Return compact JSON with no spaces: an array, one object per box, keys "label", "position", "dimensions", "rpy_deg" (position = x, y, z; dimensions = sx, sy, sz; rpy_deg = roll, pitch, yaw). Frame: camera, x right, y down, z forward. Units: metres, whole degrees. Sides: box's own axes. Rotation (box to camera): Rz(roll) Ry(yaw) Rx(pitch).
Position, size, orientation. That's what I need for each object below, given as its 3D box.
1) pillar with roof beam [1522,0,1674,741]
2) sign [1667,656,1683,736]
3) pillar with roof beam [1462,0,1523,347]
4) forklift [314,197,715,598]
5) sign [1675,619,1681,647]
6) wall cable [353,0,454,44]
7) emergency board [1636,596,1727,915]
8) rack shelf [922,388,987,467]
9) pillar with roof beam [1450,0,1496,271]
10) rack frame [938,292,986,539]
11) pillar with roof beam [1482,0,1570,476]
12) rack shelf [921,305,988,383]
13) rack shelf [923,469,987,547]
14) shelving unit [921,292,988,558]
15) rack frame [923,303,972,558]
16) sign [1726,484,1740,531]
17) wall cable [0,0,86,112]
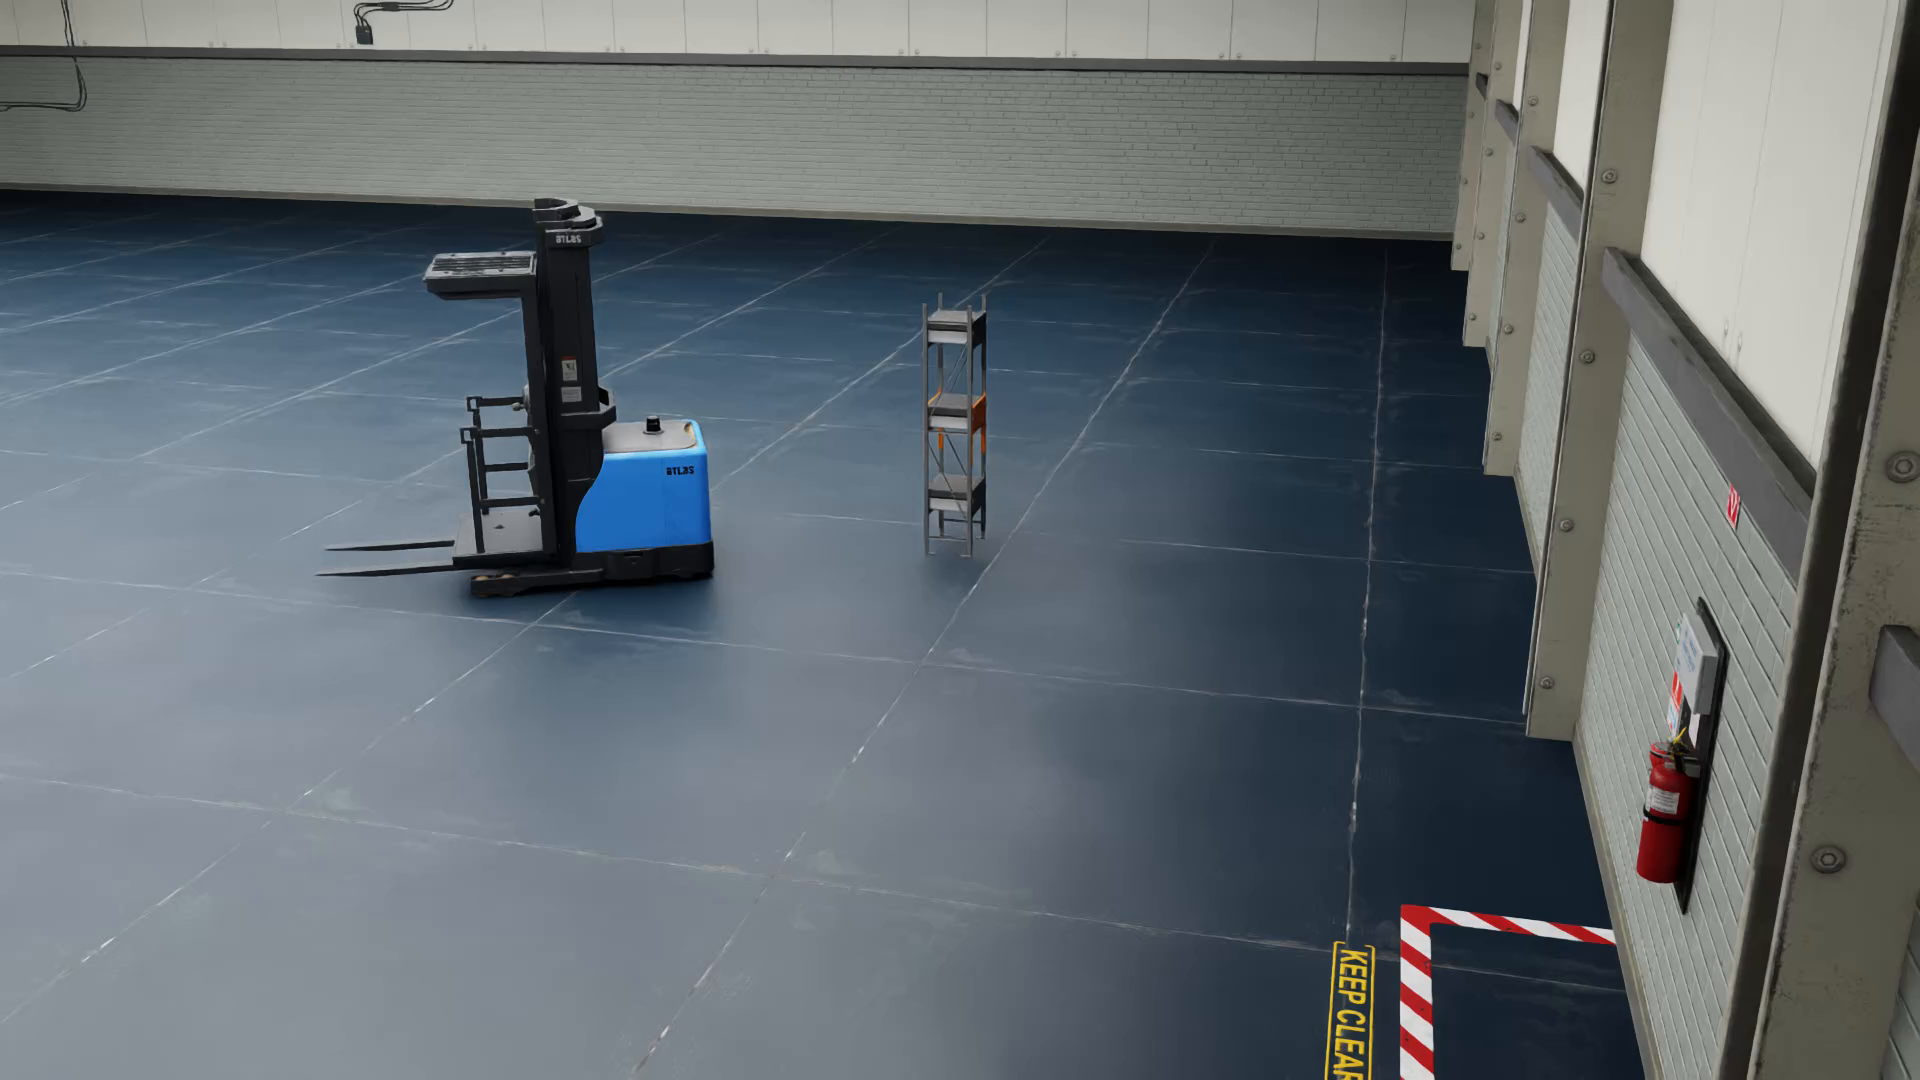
[{"label":"pillar with roof beam","position":[-0.386,-3.402,10.225],"dimensions":[9.100,9.000,0.400],"rpy_deg":[5,19,13]},{"label":"sign","position":[3.198,0.704,7.431],"dimensions":[0.001,0.329,0.234],"rpy_deg":[5,19,13]},{"label":"pillar with roof beam","position":[2.546,-7.163,21.237],"dimensions":[9.100,9.000,0.400],"rpy_deg":[5,19,13]},{"label":"forklift","position":[-3.538,-1.124,12.945],"dimensions":[3.031,2.935,1.130],"rpy_deg":[-4,19,-12]},{"label":"sign","position":[3.188,0.454,7.343],"dimensions":[0.001,0.109,0.331],"rpy_deg":[5,19,13]},{"label":"wall cable","position":[-11.155,-12.865,32.669],"dimensions":[2.305,6.003,0.169],"rpy_deg":[5,19,13]},{"label":"emergency board","position":[2.963,0.886,6.953],"dimensions":[0.194,1.169,0.643],"rpy_deg":[5,19,13]},{"label":"rack shelf","position":[-0.040,-0.929,13.701],"dimensions":[0.431,0.518,0.480],"rpy_deg":[5,19,13]},{"label":"pillar with roof beam","position":[4.012,-9.044,26.743],"dimensions":[9.100,9.000,0.400],"rpy_deg":[5,19,13]},{"label":"rack frame","position":[0.019,-1.018,13.920],"dimensions":[0.400,2.100,0.015],"rpy_deg":[5,19,13]},{"label":"pillar with roof beam","position":[1.080,-5.283,15.731],"dimensions":[9.100,9.000,0.400],"rpy_deg":[5,19,13]},{"label":"rack shelf","position":[-0.040,-1.591,13.474],"dimensions":[0.431,0.518,0.480],"rpy_deg":[5,19,13]},{"label":"rack shelf","position":[-0.040,-0.266,13.927],"dimensions":[0.431,0.518,0.480],"rpy_deg":[5,19,13]},{"label":"shelving unit","position":[-0.040,-0.942,13.696],"dimensions":[0.431,2.100,0.503],"rpy_deg":[5,19,13]},{"label":"rack frame","position":[-0.100,-0.865,13.472],"dimensions":[0.400,2.100,0.015],"rpy_deg":[5,19,13]},{"label":"sign","position":[3.062,-0.206,6.562],"dimensions":[0.001,0.298,0.199],"rpy_deg":[5,19,13]},{"label":"wall cable","position":[-20.357,-10.541,35.930],"dimensions":[3.097,2.526,0.112],"rpy_deg":[5,19,13]}]
